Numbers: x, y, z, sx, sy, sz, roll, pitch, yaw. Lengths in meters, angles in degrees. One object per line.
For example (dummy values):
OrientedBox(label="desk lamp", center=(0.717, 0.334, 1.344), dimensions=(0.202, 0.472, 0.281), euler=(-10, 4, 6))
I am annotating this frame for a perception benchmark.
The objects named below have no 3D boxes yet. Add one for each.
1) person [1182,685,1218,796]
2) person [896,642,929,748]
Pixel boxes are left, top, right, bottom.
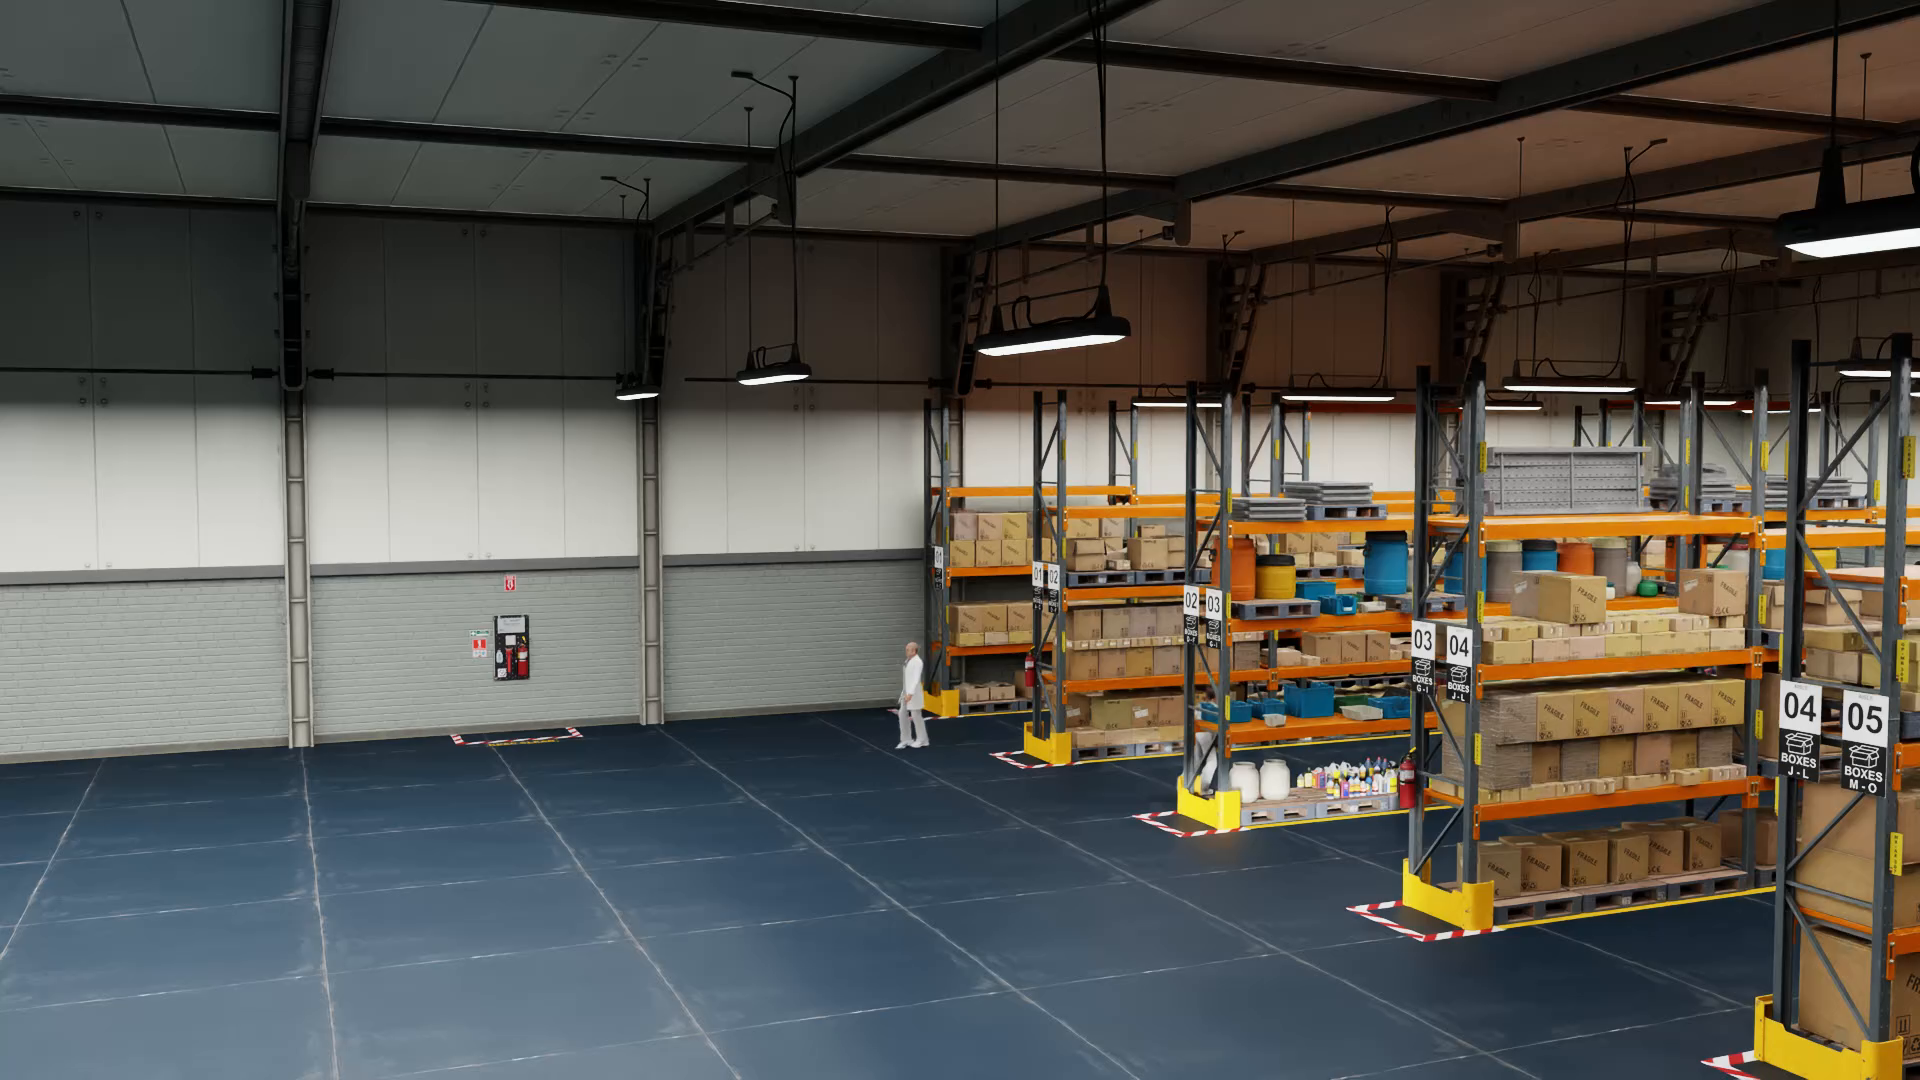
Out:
OrientedBox(label="person", center=(3.544, 2.932, 24.356), dimensions=(0.700, 1.613, 0.510), euler=(-3, 4, -37))
OrientedBox(label="person", center=(-0.802, 2.666, 28.052), dimensions=(0.587, 1.825, 0.629), euler=(-1, 4, -21))
